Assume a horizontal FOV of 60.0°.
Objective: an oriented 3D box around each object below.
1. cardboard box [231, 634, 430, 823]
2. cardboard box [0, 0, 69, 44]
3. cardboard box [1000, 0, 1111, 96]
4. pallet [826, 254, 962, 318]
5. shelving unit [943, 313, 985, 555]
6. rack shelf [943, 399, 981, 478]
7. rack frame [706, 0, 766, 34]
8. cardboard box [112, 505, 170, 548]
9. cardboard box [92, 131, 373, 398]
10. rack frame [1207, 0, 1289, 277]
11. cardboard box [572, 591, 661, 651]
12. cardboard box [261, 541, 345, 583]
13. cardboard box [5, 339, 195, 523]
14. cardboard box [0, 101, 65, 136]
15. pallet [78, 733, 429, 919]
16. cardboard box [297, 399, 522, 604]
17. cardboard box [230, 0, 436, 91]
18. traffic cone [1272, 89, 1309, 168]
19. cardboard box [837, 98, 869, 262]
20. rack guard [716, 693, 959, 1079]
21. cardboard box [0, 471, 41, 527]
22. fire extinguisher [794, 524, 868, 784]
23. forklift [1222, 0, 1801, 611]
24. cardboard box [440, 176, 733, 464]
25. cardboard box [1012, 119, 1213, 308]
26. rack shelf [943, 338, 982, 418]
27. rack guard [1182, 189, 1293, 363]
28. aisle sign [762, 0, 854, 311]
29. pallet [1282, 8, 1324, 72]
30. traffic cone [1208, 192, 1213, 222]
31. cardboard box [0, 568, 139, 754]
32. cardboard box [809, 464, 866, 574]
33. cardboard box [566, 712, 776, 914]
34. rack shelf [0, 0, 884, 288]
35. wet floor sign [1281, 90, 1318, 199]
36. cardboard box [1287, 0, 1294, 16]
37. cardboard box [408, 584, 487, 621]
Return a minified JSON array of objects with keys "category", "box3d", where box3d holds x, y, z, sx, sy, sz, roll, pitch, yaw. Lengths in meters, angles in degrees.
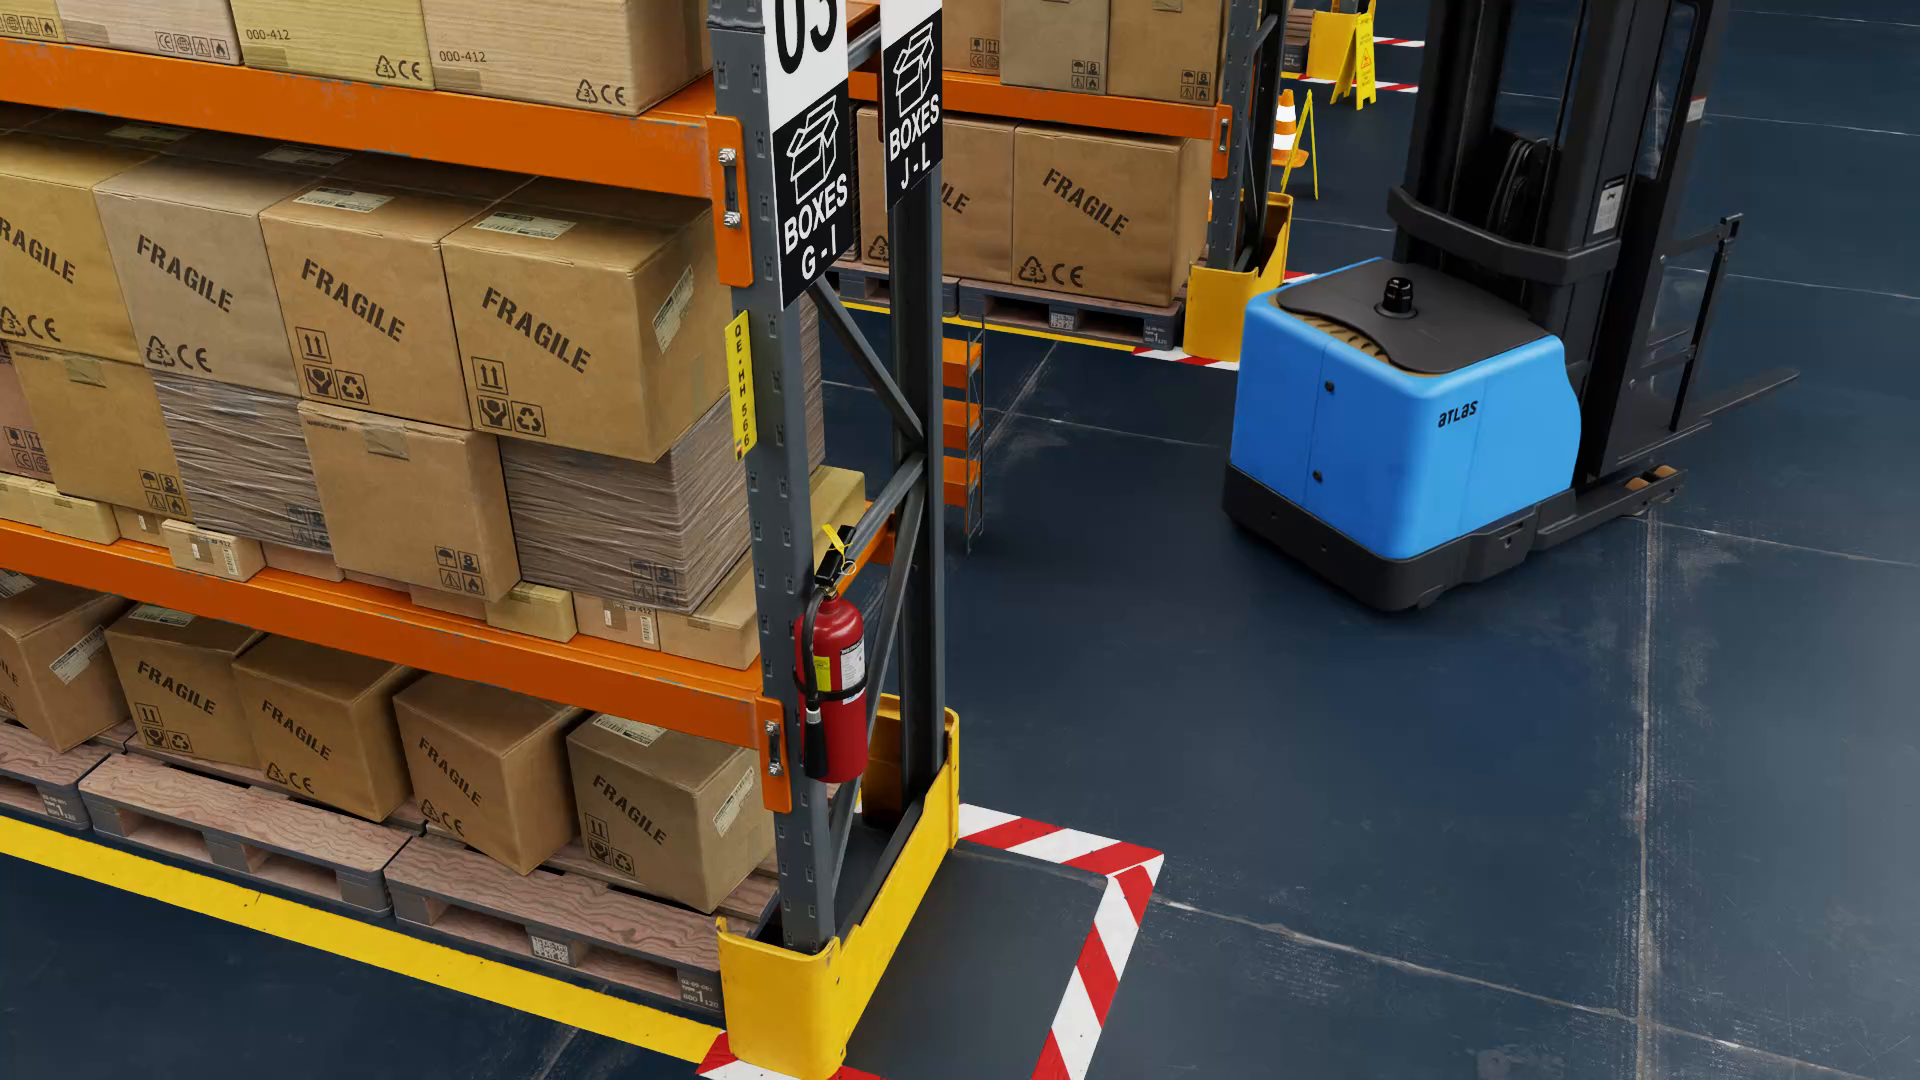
[{"category":"cardboard box","box3d":[-2.012,0.539,5.568,0.500,0.500,0.500,14,35,21]},{"category":"cardboard box","box3d":[-2.238,-1.429,4.071,0.500,0.250,0.500,10,34,16]},{"category":"cardboard box","box3d":[0.606,-2.707,8.540,0.550,0.550,0.875,11,34,16]},{"category":"pallet","box3d":[-0.428,-1.669,9.641,1.213,0.211,1.003,11,34,16]},{"category":"shelving unit","box3d":[-0.050,-0.451,6.980,0.252,1.050,0.215,11,34,16]},{"category":"rack shelf","box3d":[-0.050,-0.442,6.986,0.240,0.259,0.215,11,34,16]},{"category":"rack frame","box3d":[-0.273,-2.516,2.851,0.127,3.000,1.000,11,34,16]},{"category":"cardboard box","box3d":[-2.270,-0.139,4.932,0.250,0.149,0.380,11,34,16]},{"category":"cardboard box","box3d":[-1.816,-0.739,4.341,0.500,0.500,0.500,11,34,16]},{"category":"rack frame","box3d":[1.496,-2.510,8.372,0.127,3.000,1.000,11,34,16]},{"category":"cardboard box","box3d":[-0.846,0.117,4.535,0.250,0.149,0.380,11,34,16]},{"category":"cardboard box","box3d":[-1.793,-0.058,4.805,0.250,0.149,0.380,11,34,16]},{"category":"cardboard box","box3d":[-2.215,-0.519,4.922,0.500,0.500,0.875,11,34,16]},{"category":"cardboard box","box3d":[-2.759,-0.920,4.622,0.500,0.500,0.500,11,34,16]},{"category":"pallet","box3d":[-2.242,0.771,5.862,1.213,0.211,1.003,11,34,16]},{"category":"cardboard box","box3d":[-1.292,-0.308,4.595,0.500,0.500,0.875,11,34,16]},{"category":"cardboard box","box3d":[-1.283,-1.242,3.780,0.500,0.250,0.500,11,35,17]},{"category":"traffic cone","box3d":[2.176,-2.781,11.131,0.334,0.463,0.336,11,34,16]},{"category":"cardboard box","box3d":[-0.851,-2.212,9.482,0.875,0.875,0.875,11,35,17]},{"category":"rack guard","box3d":[-0.344,1.040,5.178,0.348,0.500,1.175,11,34,16]},{"category":"cardboard box","box3d":[-2.752,-0.213,5.047,0.250,0.149,0.380,11,34,16]},{"category":"fire extinguisher","box3d":[-0.320,0.293,4.103,0.183,0.674,0.296,11,34,16]},{"category":"forklift","box3d":[2.664,-1.557,6.960,3.031,2.935,1.130,-20,38,-28]},{"category":"cardboard box","box3d":[-0.874,-0.558,4.060,0.500,0.500,0.500,11,34,16]},{"category":"cardboard box","box3d":[0.835,-1.884,8.975,0.875,0.875,0.875,11,35,17]},{"category":"rack shelf","box3d":[-0.050,-0.680,6.832,0.240,0.259,0.215,11,34,16]},{"category":"rack guard","box3d":[1.518,-1.456,9.044,0.348,0.500,1.175,11,34,16]},{"category":"aisle sign","box3d":[-0.316,-0.924,3.519,0.004,0.787,0.394,11,34,16]},{"category":"pallet","box3d":[2.246,-4.065,13.352,1.213,0.211,1.003,11,34,16]},{"category":"traffic cone","box3d":[1.475,-2.267,10.334,0.334,0.463,0.336,11,34,16]},{"category":"cardboard box","box3d":[-3.133,0.340,5.875,0.500,0.500,0.500,23,39,31]},{"category":"cardboard box","box3d":[-0.461,-0.064,4.816,0.250,0.149,0.380,11,34,16]},{"category":"cardboard box","box3d":[-0.855,0.755,5.233,0.500,0.500,0.500,18,37,25]},{"category":"rack shelf","box3d":[-2.155,-1.320,4.427,4.000,0.370,1.077,11,34,16]},{"category":"wet floor sign","box3d":[2.191,-2.527,10.569,0.232,0.644,0.267,5,33,8]},{"category":"cardboard box","box3d":[2.405,-4.366,13.395,0.500,0.250,0.500,11,34,16]},{"category":"cardboard box","box3d":[-1.329,0.044,4.649,0.250,0.149,0.380,11,34,16]}]
